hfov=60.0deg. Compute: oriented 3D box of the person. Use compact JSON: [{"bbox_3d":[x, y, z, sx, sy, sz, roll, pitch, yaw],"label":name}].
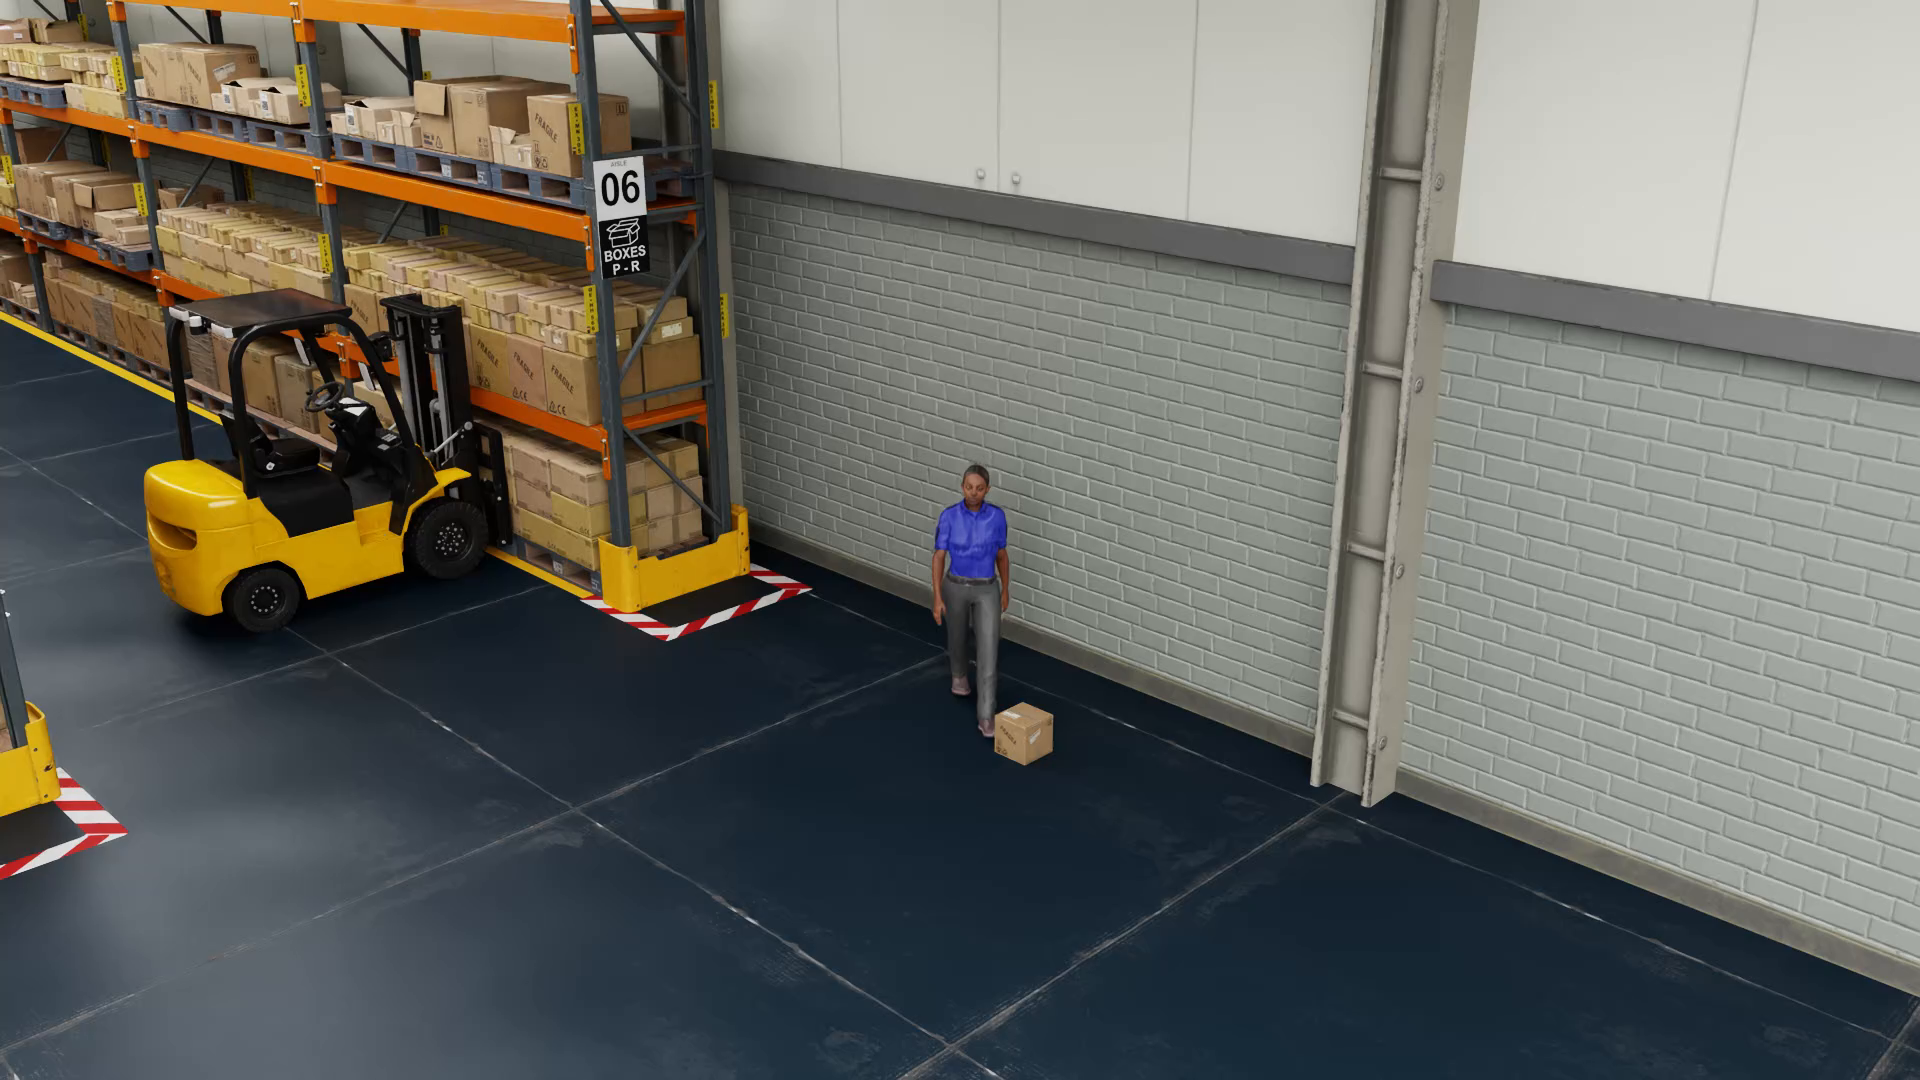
[{"bbox_3d":[0.068,0.341,10.189,0.478,1.605,0.958,0,21,0],"label":"person"}]
